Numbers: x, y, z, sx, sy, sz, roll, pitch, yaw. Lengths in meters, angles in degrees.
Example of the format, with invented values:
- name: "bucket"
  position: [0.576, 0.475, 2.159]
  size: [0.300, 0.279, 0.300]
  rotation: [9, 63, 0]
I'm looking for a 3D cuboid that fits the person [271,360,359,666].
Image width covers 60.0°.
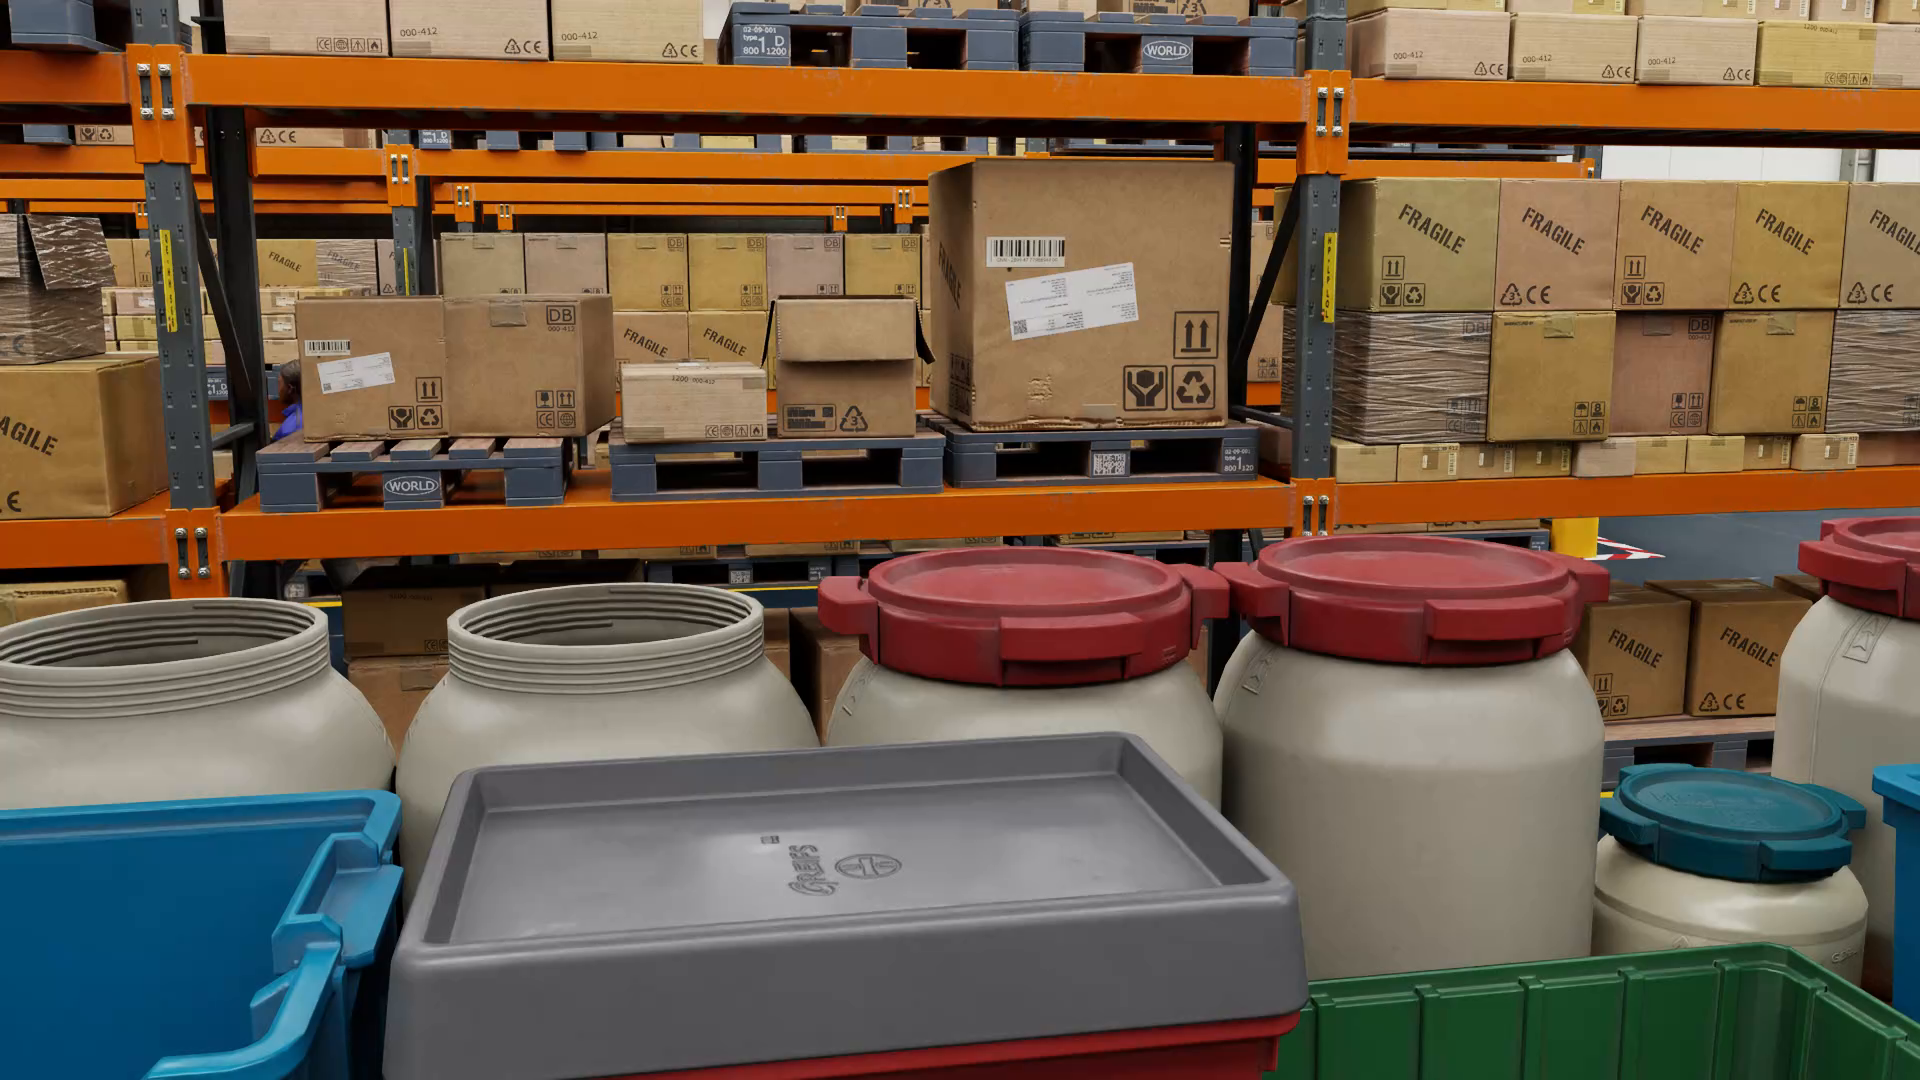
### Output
- name: "person"
  position: [-3.445, -0.141, 8.652]
  size: [1.002, 1.596, 0.466]
  rotation: [1, 10, 7]
